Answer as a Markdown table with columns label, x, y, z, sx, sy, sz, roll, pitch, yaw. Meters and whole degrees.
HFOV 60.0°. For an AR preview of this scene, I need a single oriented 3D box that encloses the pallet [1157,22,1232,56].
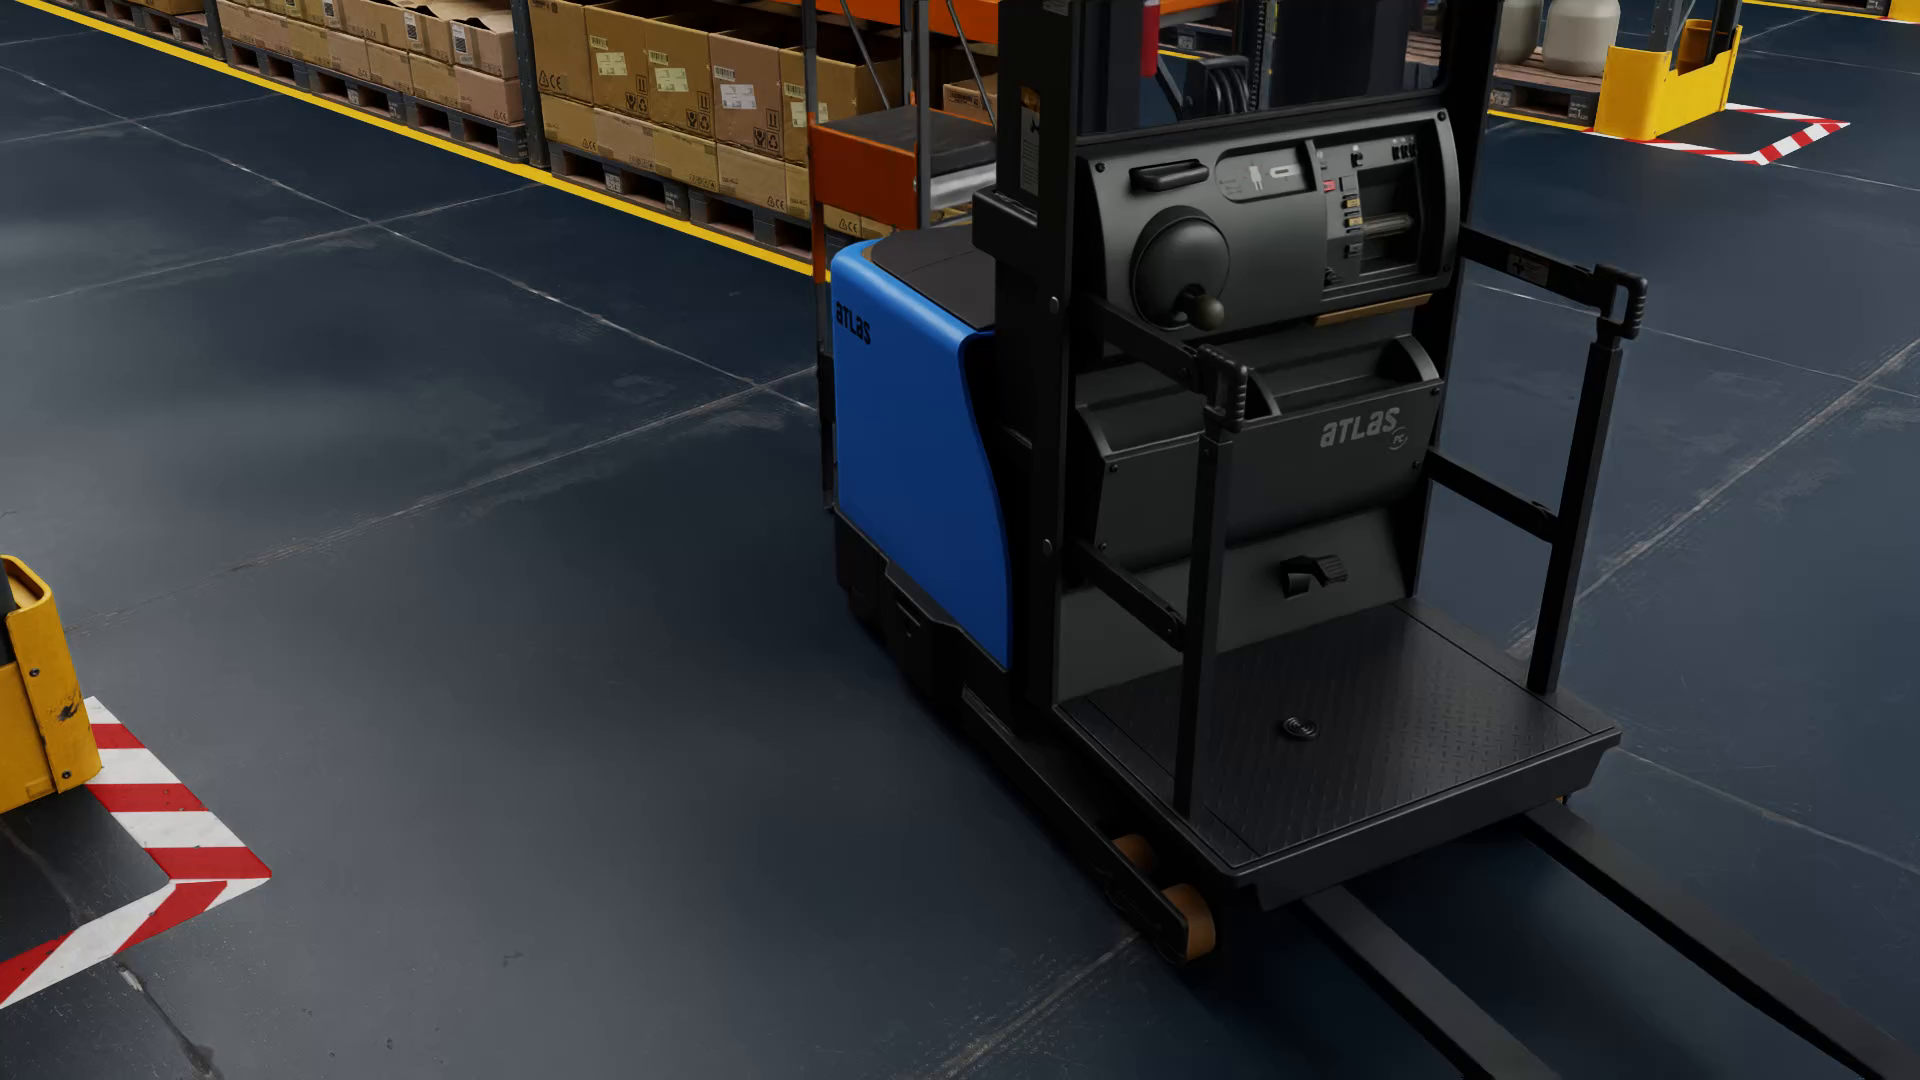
| label | x | y | z | sx | sy | sz | roll | pitch | yaw |
| --- | --- | --- | --- | --- | --- | --- | --- | --- | --- |
| pallet | 1.945 | -3.712 | 12.082 | 1.213 | 0.211 | 1.003 | 25 | 36 | 38 |

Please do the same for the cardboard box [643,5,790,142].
| label | x | y | z | sx | sy | sz | roll | pitch | yaw |
| --- | --- | --- | --- | --- | --- | --- | --- | --- | --- |
| cardboard box | -1.156 | -2.256 | 8.014 | 0.500 | 0.500 | 0.500 | 25 | 36 | 38 |

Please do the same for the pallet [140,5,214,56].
| label | x | y | z | sx | sy | sz | roll | pitch | yaw |
| --- | --- | --- | --- | --- | --- | --- | --- | --- | --- |
| pallet | -5.338 | -3.864 | 12.371 | 1.213 | 0.211 | 1.003 | 25 | 36 | 38 |

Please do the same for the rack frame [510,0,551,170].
| label | x | y | z | sx | sy | sz | roll | pitch | yaw |
| --- | --- | --- | --- | --- | --- | --- | --- | --- | --- |
| rack frame | -1.980 | -3.536 | 8.753 | 0.127 | 3.000 | 1.000 | 25 | 36 | 38 |

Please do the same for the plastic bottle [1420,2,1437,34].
| label | x | y | z | sx | sy | sz | roll | pitch | yaw |
| --- | --- | --- | --- | --- | --- | --- | --- | --- | --- |
| plastic bottle | 3.199 | -3.559 | 11.329 | 0.097 | 0.201 | 0.097 | 0 | 28 | 0 |

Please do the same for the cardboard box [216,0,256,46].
| label | x | y | z | sx | sy | sz | roll | pitch | yaw |
| --- | --- | --- | --- | --- | --- | --- | --- | --- | --- |
| cardboard box | -4.665 | -3.542 | 11.267 | 0.500 | 0.250 | 0.500 | 24 | 36 | 38 |

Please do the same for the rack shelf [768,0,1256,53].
| label | x | y | z | sx | sy | sz | roll | pitch | yaw |
| --- | --- | --- | --- | --- | --- | --- | --- | --- | --- |
| rack shelf | -0.554 | -2.565 | 7.679 | 4.000 | 0.370 | 1.077 | 25 | 36 | 38 |

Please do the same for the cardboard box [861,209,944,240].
| label | x | y | z | sx | sy | sz | roll | pitch | yaw |
| --- | --- | --- | --- | --- | --- | --- | --- | --- | --- |
| cardboard box | -0.082 | -1.436 | 7.262 | 0.500 | 0.250 | 0.500 | 25 | 36 | 38 |

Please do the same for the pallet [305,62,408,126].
| label | x | y | z | sx | sy | sz | roll | pitch | yaw |
| --- | --- | --- | --- | --- | --- | --- | --- | --- | --- |
| pallet | -3.407 | -2.928 | 10.591 | 1.213 | 0.211 | 1.003 | 25 | 36 | 38 |

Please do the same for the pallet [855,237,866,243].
| label | x | y | z | sx | sy | sz | roll | pitch | yaw |
| --- | --- | --- | --- | --- | --- | --- | --- | --- | --- |
| pallet | 0.298 | -1.233 | 7.367 | 1.213 | 0.211 | 1.003 | 25 | 36 | 38 |

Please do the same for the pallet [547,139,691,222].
| label | x | y | z | sx | sy | sz | roll | pitch | yaw |
| --- | --- | --- | --- | --- | --- | --- | --- | --- | --- |
| pallet | -1.442 | -2.029 | 8.882 | 1.213 | 0.211 | 1.003 | 25 | 36 | 38 |

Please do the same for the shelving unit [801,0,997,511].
| label | x | y | z | sx | sy | sz | roll | pitch | yaw |
| --- | --- | --- | --- | --- | --- | --- | --- | --- | --- |
| shelving unit | -0.131 | -1.005 | 4.905 | 0.431 | 2.100 | 0.503 | -23 | 36 | -37 |

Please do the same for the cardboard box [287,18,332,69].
| label | x | y | z | sx | sy | sz | roll | pitch | yaw |
| --- | --- | --- | --- | --- | --- | --- | --- | --- | --- |
| cardboard box | -3.931 | -3.211 | 10.636 | 0.500 | 0.250 | 0.500 | 23 | 36 | 37 |

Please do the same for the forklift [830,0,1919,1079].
| label | x | y | z | sx | sy | sz | roll | pitch | yaw |
| --- | --- | --- | --- | --- | --- | --- | --- | --- | --- |
| forklift | 0.776 | -0.638 | 3.314 | 1.130 | 2.935 | 3.031 | -14 | 31 | -25 |

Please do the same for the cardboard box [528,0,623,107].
| label | x | y | z | sx | sy | sz | roll | pitch | yaw |
| --- | --- | --- | --- | --- | --- | --- | --- | --- | --- |
| cardboard box | -1.869 | -2.582 | 8.635 | 0.500 | 0.500 | 0.500 | 25 | 36 | 38 |

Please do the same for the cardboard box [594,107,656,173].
| label | x | y | z | sx | sy | sz | roll | pitch | yaw |
| --- | --- | --- | --- | --- | --- | --- | --- | --- | --- |
| cardboard box | -1.509 | -2.089 | 8.502 | 0.500 | 0.250 | 0.500 | 25 | 36 | 38 |

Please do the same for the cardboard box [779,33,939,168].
| label | x | y | z | sx | sy | sz | roll | pitch | yaw |
| --- | --- | --- | --- | --- | --- | --- | --- | --- | --- |
| cardboard box | -0.442 | -1.930 | 7.394 | 0.500 | 0.500 | 0.500 | 25 | 36 | 38 |

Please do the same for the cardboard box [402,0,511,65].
| label | x | y | z | sx | sy | sz | roll | pitch | yaw |
| --- | --- | --- | --- | --- | --- | --- | --- | --- | --- |
| cardboard box | -2.845 | -2.958 | 9.553 | 0.500 | 0.311 | 0.500 | -24 | 36 | -38 |

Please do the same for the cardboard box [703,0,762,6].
| label | x | y | z | sx | sy | sz | roll | pitch | yaw |
| --- | --- | --- | --- | --- | --- | --- | --- | --- | --- |
| cardboard box | -1.148 | -2.591 | 8.653 | 0.500 | 0.500 | 0.500 | 25 | 36 | 38 |

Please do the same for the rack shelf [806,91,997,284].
| label | x | y | z | sx | sy | sz | roll | pitch | yaw |
| --- | --- | --- | --- | --- | --- | --- | --- | --- | --- |
| rack shelf | -0.131 | -0.993 | 4.911 | 0.431 | 0.518 | 0.480 | -23 | 36 | -37 |

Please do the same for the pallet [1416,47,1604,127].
| label | x | y | z | sx | sy | sz | roll | pitch | yaw |
| --- | --- | --- | --- | --- | --- | --- | --- | --- | --- |
| pallet | 3.685 | -2.916 | 10.568 | 1.213 | 0.211 | 1.003 | 25 | 36 | 38 |

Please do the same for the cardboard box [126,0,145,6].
| label | x | y | z | sx | sy | sz | roll | pitch | yaw |
| --- | --- | --- | --- | --- | --- | --- | --- | --- | --- |
| cardboard box | -6.033 | -4.326 | 12.468 | 0.500 | 0.500 | 0.500 | 23 | 35 | 37 |

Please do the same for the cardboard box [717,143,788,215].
| label | x | y | z | sx | sy | sz | roll | pitch | yaw |
| --- | --- | --- | --- | --- | --- | --- | --- | --- | --- |
| cardboard box | -0.795 | -1.763 | 7.882 | 0.500 | 0.250 | 0.500 | 25 | 36 | 38 |

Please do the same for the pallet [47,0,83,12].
| label | x | y | z | sx | sy | sz | roll | pitch | yaw |
| --- | --- | --- | --- | --- | --- | --- | --- | --- | --- |
| pallet | -7.078 | -4.660 | 13.885 | 1.213 | 0.211 | 1.003 | 25 | 36 | 38 |

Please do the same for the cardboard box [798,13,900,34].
| label | x | y | z | sx | sy | sz | roll | pitch | yaw |
| --- | --- | --- | --- | --- | --- | --- | --- | --- | --- |
| cardboard box | -0.422 | -2.271 | 8.044 | 0.500 | 0.500 | 0.500 | 25 | 36 | 38 |

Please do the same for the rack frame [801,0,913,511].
| label | x | y | z | sx | sy | sz | roll | pitch | yaw |
| --- | --- | --- | --- | --- | --- | --- | --- | --- | --- |
| rack frame | -0.296 | -1.088 | 5.064 | 0.400 | 2.100 | 0.015 | -23 | 36 | -37 |

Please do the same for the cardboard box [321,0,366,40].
| label | x | y | z | sx | sy | sz | roll | pitch | yaw |
| --- | --- | --- | --- | --- | --- | --- | --- | --- | --- |
| cardboard box | -3.555 | -3.287 | 10.179 | 0.500 | 0.311 | 0.500 | 24 | 36 | 38 |

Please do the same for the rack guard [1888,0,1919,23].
| label | x | y | z | sx | sy | sz | roll | pitch | yaw |
| --- | --- | --- | --- | --- | --- | --- | --- | --- | --- |
| rack guard | 7.766 | -4.436 | 13.149 | 0.348 | 0.500 | 1.175 | 25 | 36 | 38 |

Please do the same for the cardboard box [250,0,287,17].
| label | x | y | z | sx | sy | sz | roll | pitch | yaw |
| --- | --- | --- | --- | --- | --- | --- | --- | --- | --- |
| cardboard box | -4.284 | -3.622 | 10.815 | 0.500 | 0.311 | 0.500 | 24 | 36 | 37 |

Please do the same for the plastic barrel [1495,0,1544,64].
| label | x | y | z | sx | sy | sz | roll | pitch | yaw |
| --- | --- | --- | --- | --- | --- | --- | --- | --- | --- |
| plastic barrel | 3.467 | -3.312 | 10.547 | 0.421 | 0.512 | 0.421 | 0 | 28 | 0 |

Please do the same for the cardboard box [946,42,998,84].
| label | x | y | z | sx | sy | sz | roll | pitch | yaw |
| --- | --- | --- | --- | --- | --- | --- | --- | --- | --- |
| cardboard box | 0.288 | -1.943 | 7.420 | 0.500 | 0.500 | 0.500 | 25 | 36 | 38 |

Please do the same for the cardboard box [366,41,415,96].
| label | x | y | z | sx | sy | sz | roll | pitch | yaw |
| --- | --- | --- | --- | --- | --- | --- | --- | --- | --- |
| cardboard box | -3.204 | -2.877 | 10.001 | 0.500 | 0.250 | 0.500 | -24 | 36 | -38 |

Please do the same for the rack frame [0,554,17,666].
| label | x | y | z | sx | sy | sz | roll | pitch | yaw |
| --- | --- | --- | --- | --- | --- | --- | --- | --- | --- |
| rack frame | -2.598 | -0.586 | 3.142 | 0.127 | 3.000 | 1.000 | 25 | 36 | 38 |

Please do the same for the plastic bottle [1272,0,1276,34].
| label | x | y | z | sx | sy | sz | roll | pitch | yaw |
| --- | --- | --- | --- | --- | --- | --- | --- | --- | --- |
| plastic bottle | 2.218 | -3.600 | 11.247 | 0.185 | 0.351 | 0.144 | 24 | 36 | 38 |

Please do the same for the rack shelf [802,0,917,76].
| label | x | y | z | sx | sy | sz | roll | pitch | yaw |
| --- | --- | --- | --- | --- | --- | --- | --- | --- | --- |
| rack shelf | -0.131 | -1.612 | 4.586 | 0.431 | 0.518 | 0.480 | -23 | 36 | -37 |

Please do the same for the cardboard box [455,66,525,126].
| label | x | y | z | sx | sy | sz | roll | pitch | yaw |
| --- | --- | --- | --- | --- | --- | --- | --- | --- | --- |
| cardboard box | -2.479 | -2.544 | 9.369 | 0.500 | 0.250 | 0.500 | 24 | 36 | 38 |
